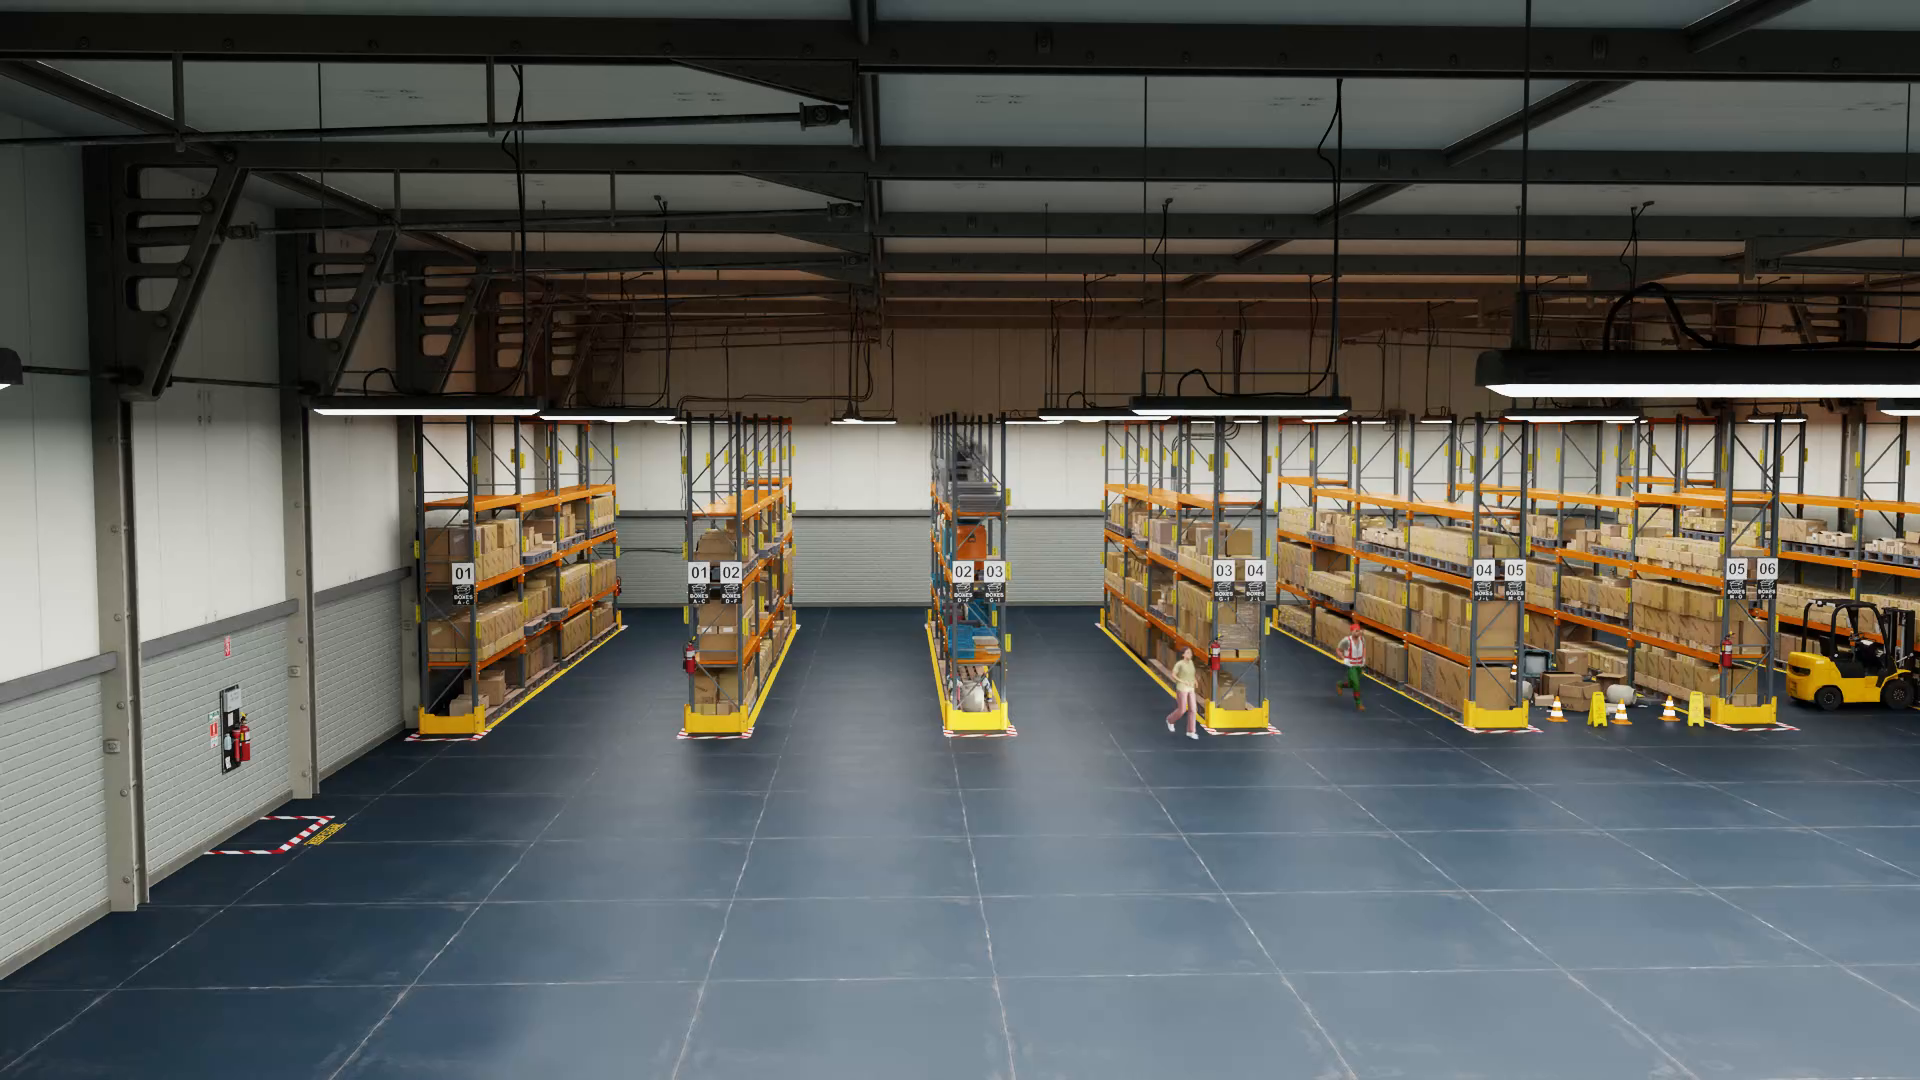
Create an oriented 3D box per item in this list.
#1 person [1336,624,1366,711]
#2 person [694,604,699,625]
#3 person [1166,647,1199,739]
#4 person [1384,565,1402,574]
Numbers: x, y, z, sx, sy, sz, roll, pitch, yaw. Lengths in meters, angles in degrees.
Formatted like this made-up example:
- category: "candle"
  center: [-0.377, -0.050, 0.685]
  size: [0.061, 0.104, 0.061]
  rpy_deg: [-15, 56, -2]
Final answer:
- category: "person"
  center: [7.959, 2.565, 33.908]
  size: [0.665, 1.764, 0.938]
  rpy_deg: [-2, 4, -24]
- category: "person"
  center: [-6.461, 2.012, 42.128]
  size: [0.562, 1.728, 0.867]
  rpy_deg: [0, 4, -4]
- category: "person"
  center: [4.151, 2.806, 30.796]
  size: [0.599, 1.675, 0.813]
  rpy_deg: [-3, 5, -34]
- category: "person"
  center: [12.972, 1.395, 50.229]
  size: [0.957, 1.770, 0.651]
  rpy_deg: [-1, 4, -20]
